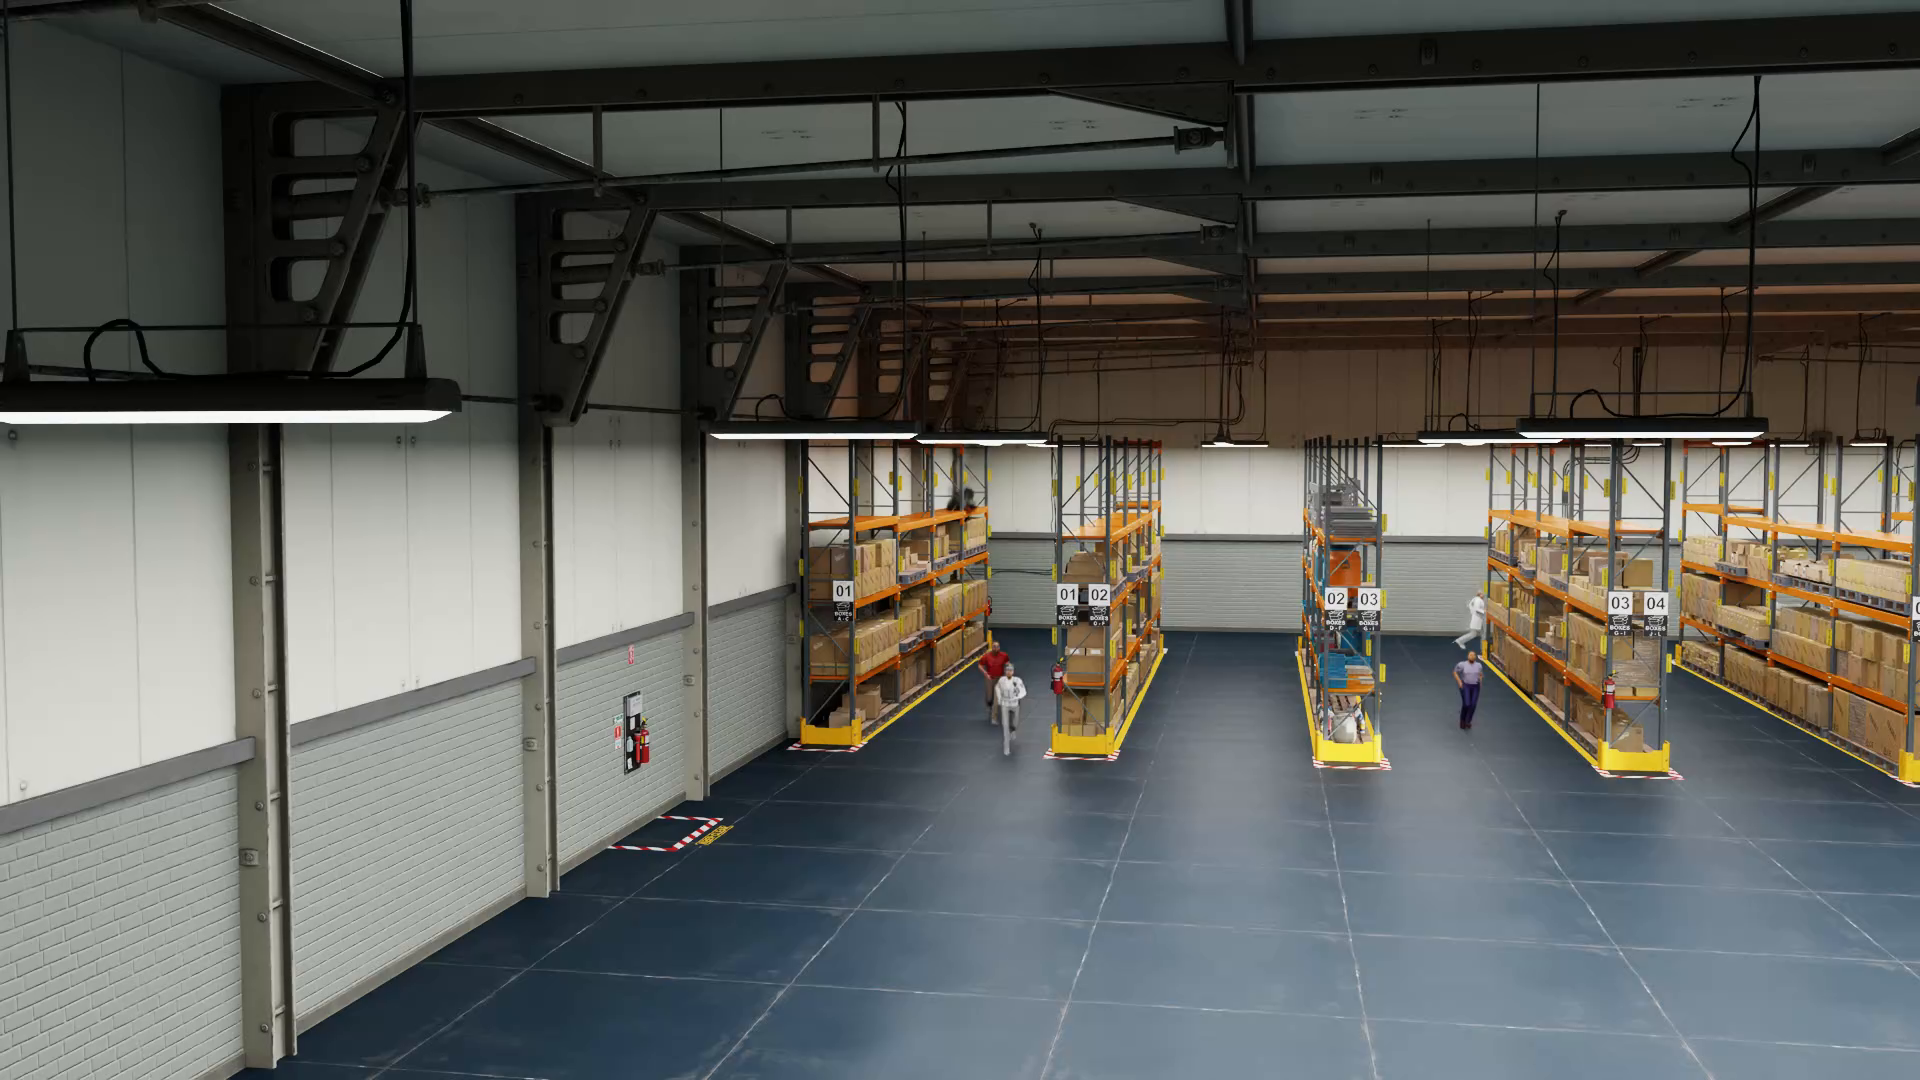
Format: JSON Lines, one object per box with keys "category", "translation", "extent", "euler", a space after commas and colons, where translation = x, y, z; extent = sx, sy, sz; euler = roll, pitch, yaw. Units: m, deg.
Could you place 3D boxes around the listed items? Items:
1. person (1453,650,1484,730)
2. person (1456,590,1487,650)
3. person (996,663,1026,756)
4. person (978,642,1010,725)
{"category": "person", "translation": [10.441, 3.073, 34.030], "extent": [0.579, 1.642, 0.649], "euler": [0, 3, -1]}
{"category": "person", "translation": [14.577, 2.298, 46.946], "extent": [1.106, 1.783, 0.733], "euler": [1, 3, 17]}
{"category": "person", "translation": [0.968, 3.180, 31.639], "extent": [0.579, 1.715, 1.059], "euler": [0, 3, 0]}
{"category": "person", "translation": [0.730, 2.988, 35.079], "extent": [0.687, 1.721, 0.903], "euler": [0, 3, -5]}
